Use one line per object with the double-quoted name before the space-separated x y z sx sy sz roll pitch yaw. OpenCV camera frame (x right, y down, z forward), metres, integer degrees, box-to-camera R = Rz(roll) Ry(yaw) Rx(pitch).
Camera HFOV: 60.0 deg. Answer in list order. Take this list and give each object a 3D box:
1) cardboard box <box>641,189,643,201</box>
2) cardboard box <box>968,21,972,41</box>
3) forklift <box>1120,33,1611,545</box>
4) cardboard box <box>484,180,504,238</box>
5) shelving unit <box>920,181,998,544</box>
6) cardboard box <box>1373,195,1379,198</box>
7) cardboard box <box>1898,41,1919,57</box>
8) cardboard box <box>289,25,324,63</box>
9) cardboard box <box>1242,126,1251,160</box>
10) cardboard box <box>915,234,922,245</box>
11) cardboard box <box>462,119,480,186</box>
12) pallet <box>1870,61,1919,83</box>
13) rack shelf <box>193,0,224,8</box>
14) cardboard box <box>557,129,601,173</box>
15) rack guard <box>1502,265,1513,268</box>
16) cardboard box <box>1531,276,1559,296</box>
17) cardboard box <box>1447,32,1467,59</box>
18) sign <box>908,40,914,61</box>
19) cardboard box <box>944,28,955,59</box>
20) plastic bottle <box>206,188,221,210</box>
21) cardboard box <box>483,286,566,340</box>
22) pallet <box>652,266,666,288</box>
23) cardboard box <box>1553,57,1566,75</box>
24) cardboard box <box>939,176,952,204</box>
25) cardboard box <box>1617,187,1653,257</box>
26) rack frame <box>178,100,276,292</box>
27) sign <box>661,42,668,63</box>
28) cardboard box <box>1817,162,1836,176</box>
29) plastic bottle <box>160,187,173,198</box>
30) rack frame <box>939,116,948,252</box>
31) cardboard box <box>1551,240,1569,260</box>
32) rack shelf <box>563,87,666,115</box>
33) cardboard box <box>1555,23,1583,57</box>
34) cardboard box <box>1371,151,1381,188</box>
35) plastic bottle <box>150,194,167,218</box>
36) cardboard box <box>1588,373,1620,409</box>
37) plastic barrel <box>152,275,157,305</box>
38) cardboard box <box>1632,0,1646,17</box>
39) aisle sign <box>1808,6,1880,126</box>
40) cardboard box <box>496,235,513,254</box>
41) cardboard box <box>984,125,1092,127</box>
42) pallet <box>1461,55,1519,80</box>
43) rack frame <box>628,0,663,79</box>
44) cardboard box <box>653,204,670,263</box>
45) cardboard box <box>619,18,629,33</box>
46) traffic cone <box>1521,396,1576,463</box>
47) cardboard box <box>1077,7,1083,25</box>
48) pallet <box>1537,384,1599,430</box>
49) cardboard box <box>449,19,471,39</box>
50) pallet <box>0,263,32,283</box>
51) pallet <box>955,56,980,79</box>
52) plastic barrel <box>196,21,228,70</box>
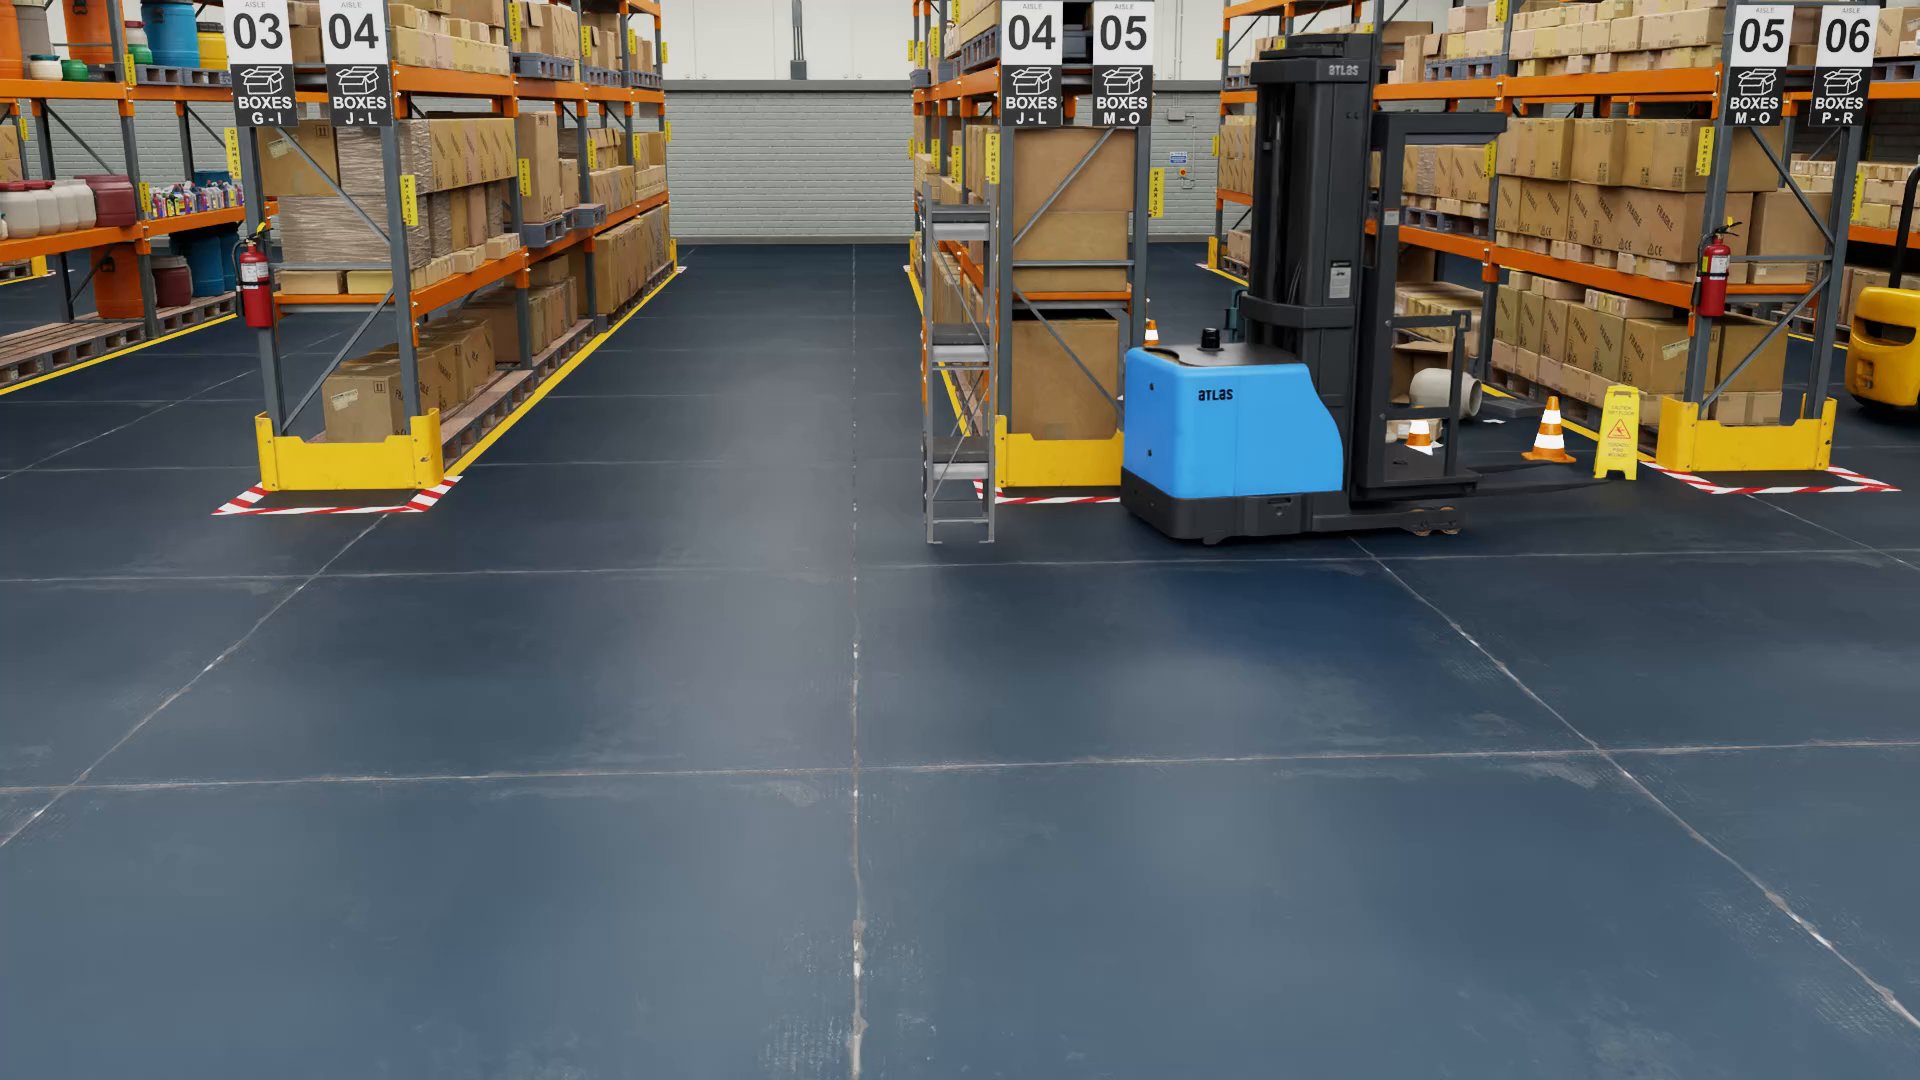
"cardboard box" -4.638 -4.827 23.271 0.380 0.149 0.250 -1 14 -5
"cardboard box" 0.265 -4.100 13.384 0.380 0.149 0.250 -1 14 -4
"forklift" 2.598 -1.566 10.232 3.031 2.935 1.130 -4 15 -14
"cardboard box" -4.474 -2.895 14.459 0.875 0.500 0.500 -1 14 -3
"shelving unit" -0.010 -1.058 9.925 0.431 2.100 0.503 -1 14 -3
"cardboard box" 4.913 -4.012 19.900 0.500 0.250 0.500 -1 14 -5
"cardboard box" 9.986 -5.089 17.226 0.380 0.149 0.250 -1 14 -4
"cardboard box" -4.476 -3.316 11.177 0.500 0.250 0.500 -1 14 -2
"cardboard box" 4.563 -5.981 25.045 0.500 0.500 0.500 -1 14 -3
"cardboard box" -0.509 -4.695 25.938 0.380 0.149 0.250 -1 14 -4
"cardboard box" -4.048 -3.011 12.905 0.500 0.500 0.500 -1 14 -3
"pallet" 10.361 -4.956 17.628 1.003 0.211 1.213 0 14 -1
"rack shelf" -10.003 -7.589 23.708 1.077 0.370 4.000 -1 14 -3
"cardboard box" -4.755 -4.688 20.014 0.797 0.503 0.637 -1 14 -2
"rack guard" 9.666 -4.800 27.681 1.175 0.500 0.348 -1 14 -3
"cardboard box" 5.199 -2.206 14.450 0.380 0.149 0.250 0 14 -1
"cardboard box" 5.213 -4.947 16.673 0.500 0.250 0.500 -1 14 -3
"sign" -0.768 -7.718 26.231 0.100 0.325 0.005 -1 14 -3
"cardboard box" 0.094 -5.339 17.873 0.500 0.311 0.500 -1 14 -3
"plastic bottle" -9.470 -4.325 21.066 0.152 0.276 0.135 -1 14 -3
"cardboard box" -4.537 -2.367 17.341 0.700 0.500 0.500 0 14 1
"pallet" -4.983 -3.949 24.949 1.003 0.211 1.213 -1 14 -3
"cardboard box" 5.287 -4.029 14.150 0.380 0.149 0.250 0 14 -2
"cardboard box" 0.027 -3.794 18.551 0.500 0.500 0.500 -1 14 -3
"cardboard box" 5.364 -2.421 12.618 0.500 0.500 0.500 -1 14 -3
"rack frame" -9.879 -4.728 22.383 1.000 3.000 0.127 -1 14 -3
"sign" -4.641 -7.647 26.091 0.100 0.325 0.005 -1 14 -3
"cardboard box" 9.942 -4.189 18.786 0.380 0.149 0.250 0 14 -2
"plastic bottle" -10.022 -4.319 21.042 0.152 0.276 0.135 -1 14 -3
"rack frame" 0.269 -3.861 19.014 1.000 3.000 0.127 -1 14 -3
"cardboard box" 5.220 -2.445 14.012 0.380 0.149 0.250 -1 14 -3
"rack shelf" -5.060 -6.406 24.329 1.077 0.370 4.000 -1 14 -3
"cardboard box" 5.264 -4.126 13.725 0.500 0.250 0.500 -1 14 -3
"cardboard box" 5.000 -4.243 18.858 0.500 0.500 0.500 -1 14 -5
"plastic bottle" -9.364 -3.901 19.417 0.152 0.276 0.135 -1 14 -3
"cardboard box" 5.356 -1.171 13.232 0.500 0.250 0.500 -1 14 -3
"plastic barrel" -9.803 -2.992 19.786 0.421 0.512 0.421 0 14 0
"cardboard box" 5.409 -4.088 12.780 0.380 0.149 0.250 -1 14 -5
"aisle sign" 6.012 -3.222 11.310 0.394 0.787 0.004 -1 14 -3
"cardboard box" -4.127 -2.582 14.546 0.380 0.149 0.250 -1 14 -3
"cardboard box" 0.655 -3.235 14.111 0.875 0.550 0.550 -1 14 -3
"pallet" 5.519 -4.485 15.795 1.213 0.211 1.003 -1 14 -3
"rack frame" -5.184 -8.705 25.799 1.000 3.000 0.127 -1 14 -3
"cardboard box" -5.064 -4.816 26.145 0.875 0.875 0.875 -1 14 -3
"cardboard box" -5.068 -7.413 24.049 0.500 0.250 0.500 -1 14 -5
"traffic cone" 4.385 -0.832 12.330 0.336 0.463 0.334 -1 14 -3
"cardboard box" 1.032 -3.670 11.713 0.380 0.149 0.250 -1 14 -3
"pallet" 5.606 -1.147 14.060 1.003 0.211 1.213 -1 14 -3
"cardboard box" -4.045 -3.984 12.972 0.380 0.149 0.250 0 14 -1
"pallet" -15.016 -4.080 25.459 1.003 0.211 1.213 -1 14 -3
"pallet" 0.411 -4.454 15.681 0.805 0.209 1.217 -1 15 -6
"plastic barrel" -9.620 -6.251 21.063 0.600 0.588 0.600 0 14 0
